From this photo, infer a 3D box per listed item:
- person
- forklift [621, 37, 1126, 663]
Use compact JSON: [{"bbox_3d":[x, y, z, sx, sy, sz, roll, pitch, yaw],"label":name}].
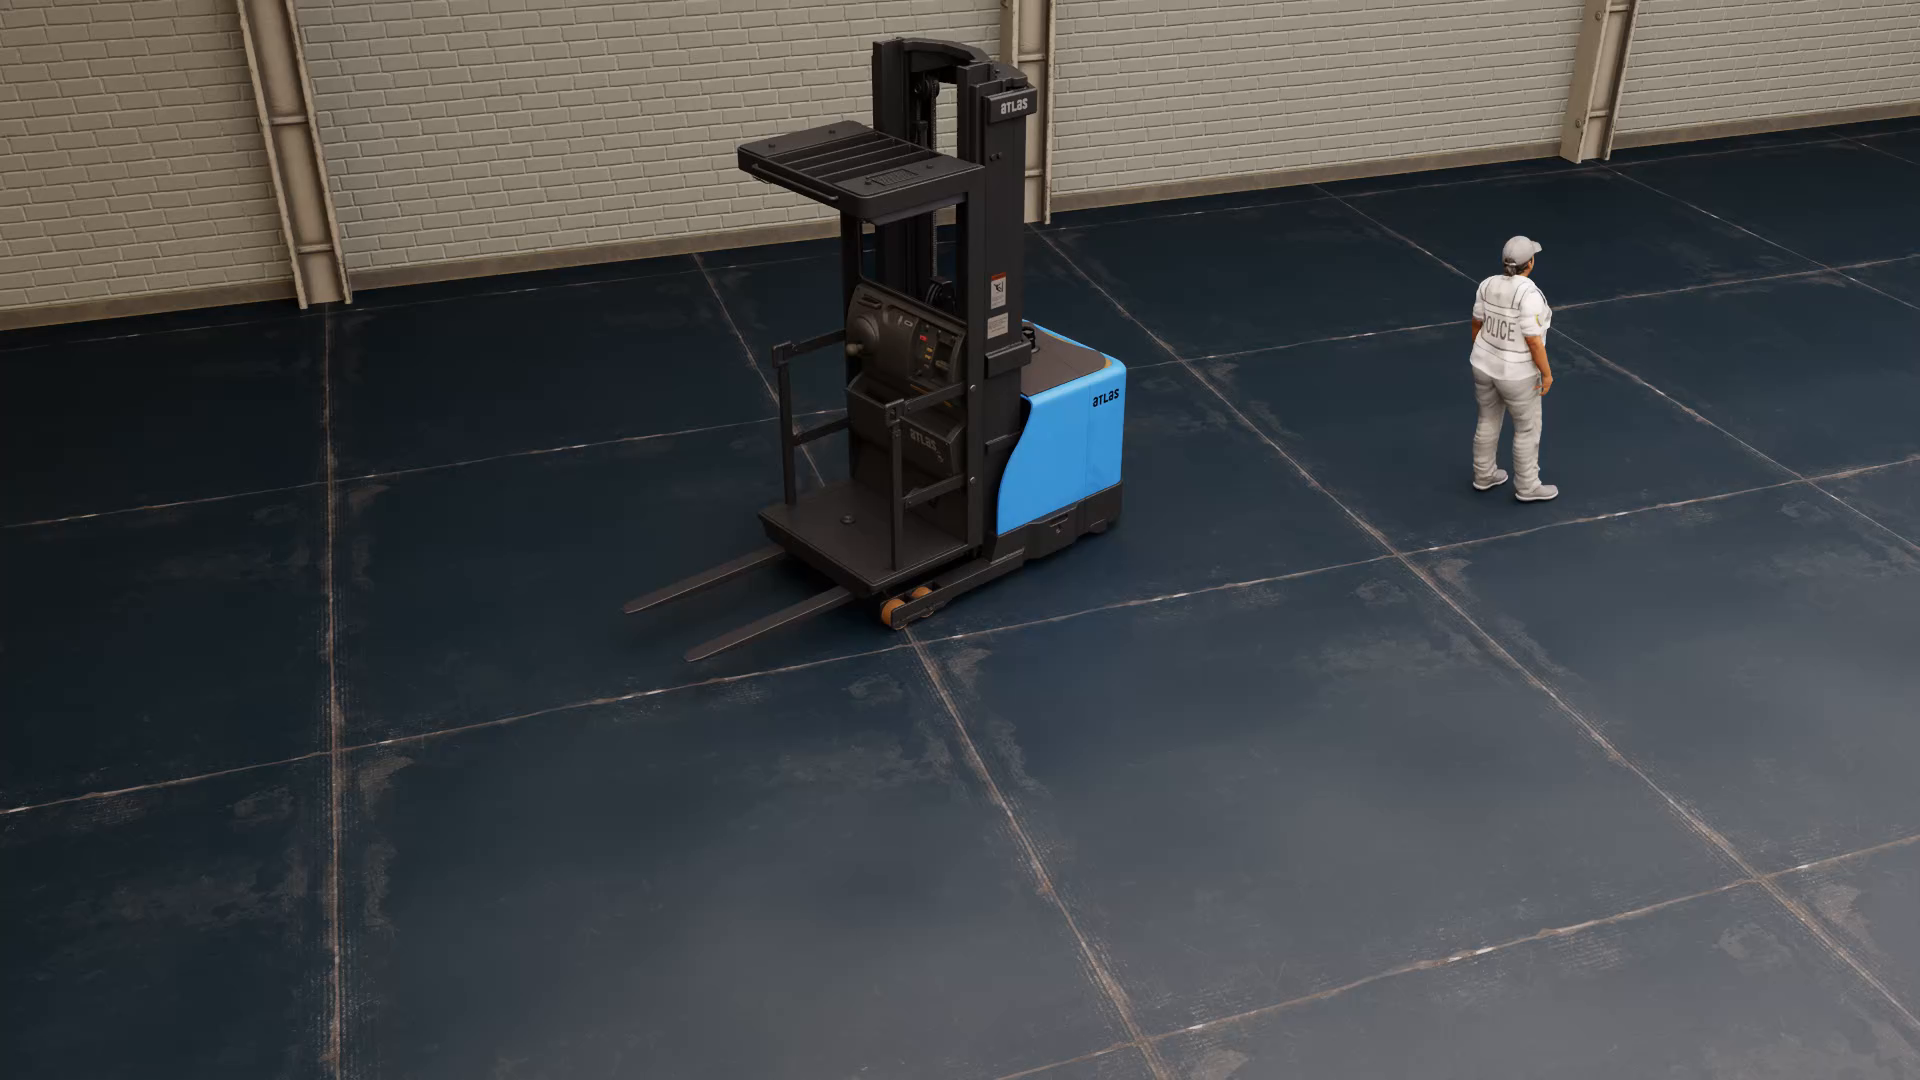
[{"bbox_3d":[3.419,-1.058,10.177,0.529,1.669,0.598,-17,34,-28],"label":"person"},{"bbox_3d":[-0.461,-1.072,8.951,3.031,2.935,1.130,-23,37,-34],"label":"forklift"}]
